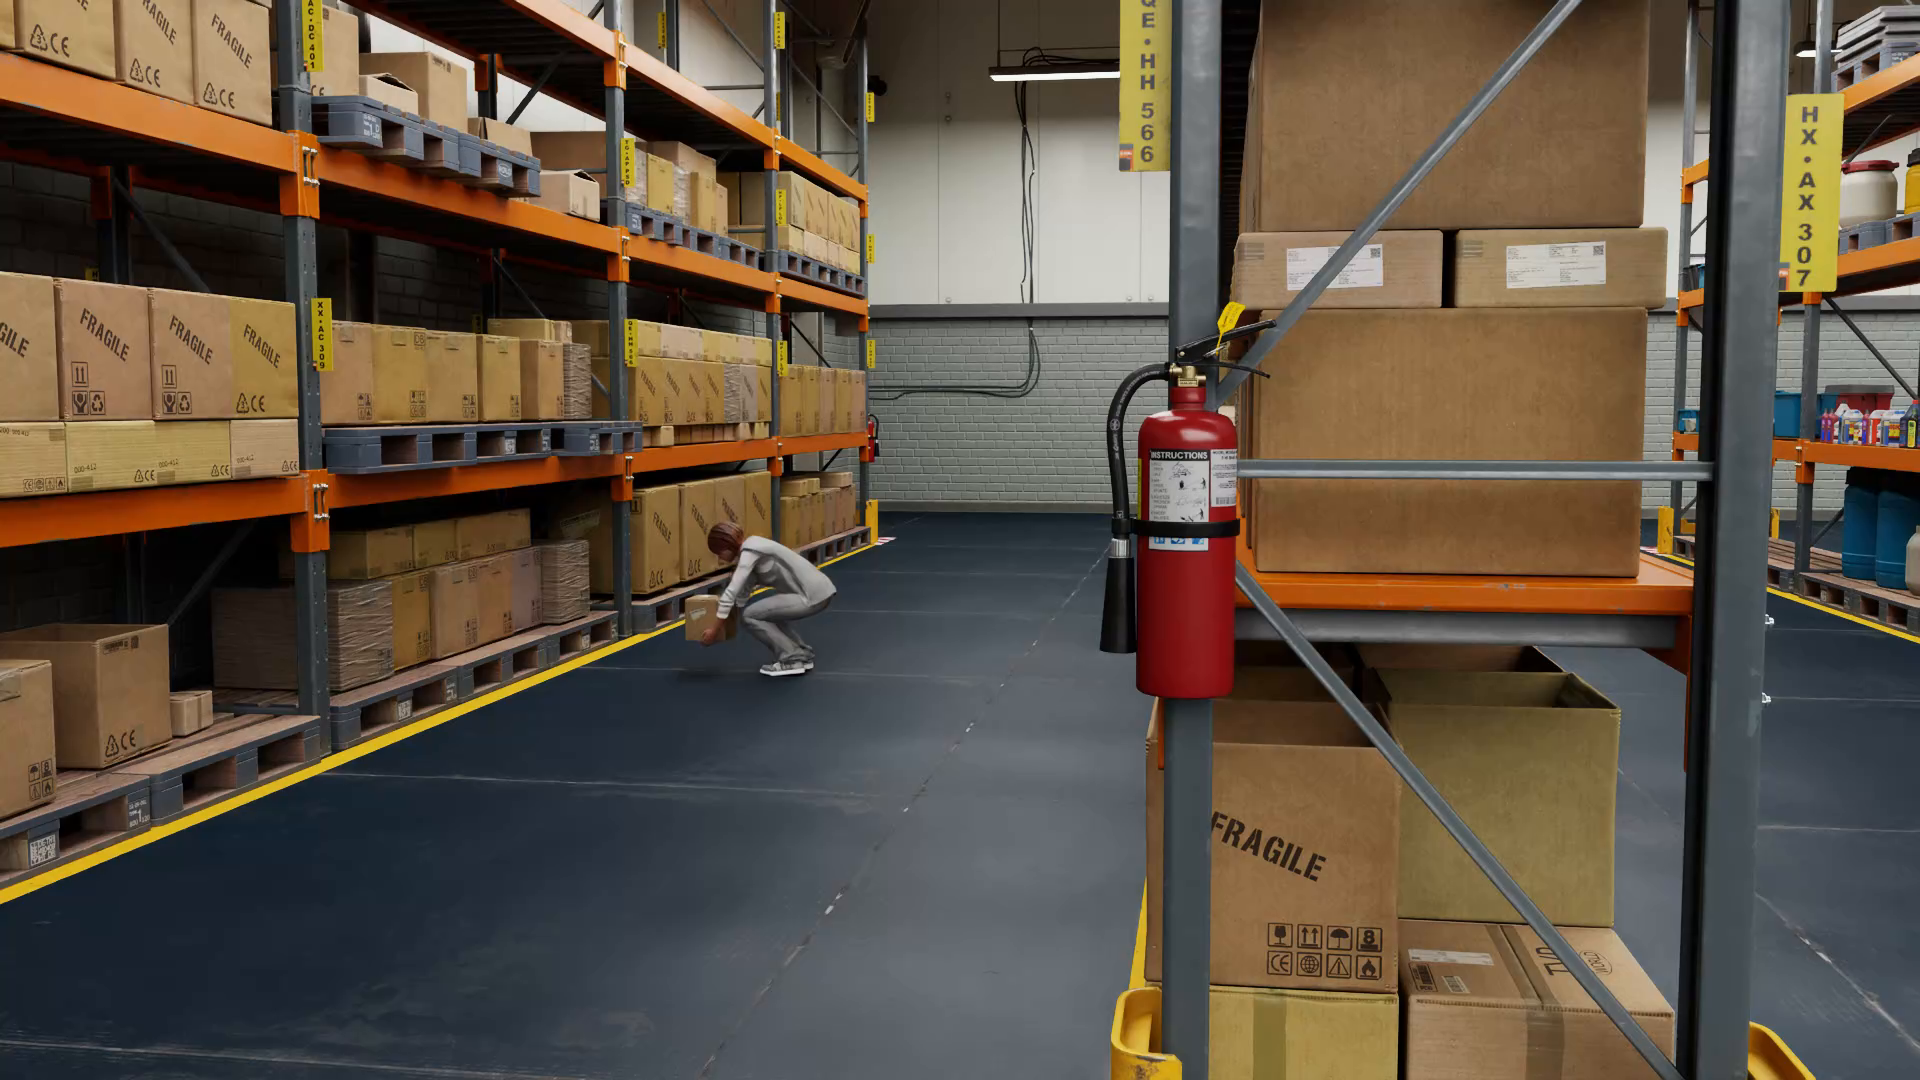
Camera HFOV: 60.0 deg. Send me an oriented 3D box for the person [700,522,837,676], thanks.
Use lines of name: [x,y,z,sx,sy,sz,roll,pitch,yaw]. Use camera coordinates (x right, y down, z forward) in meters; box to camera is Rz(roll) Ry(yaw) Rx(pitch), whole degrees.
person: [-1.154,0.349,10.038,0.806,0.918,0.446,1,5,8]
